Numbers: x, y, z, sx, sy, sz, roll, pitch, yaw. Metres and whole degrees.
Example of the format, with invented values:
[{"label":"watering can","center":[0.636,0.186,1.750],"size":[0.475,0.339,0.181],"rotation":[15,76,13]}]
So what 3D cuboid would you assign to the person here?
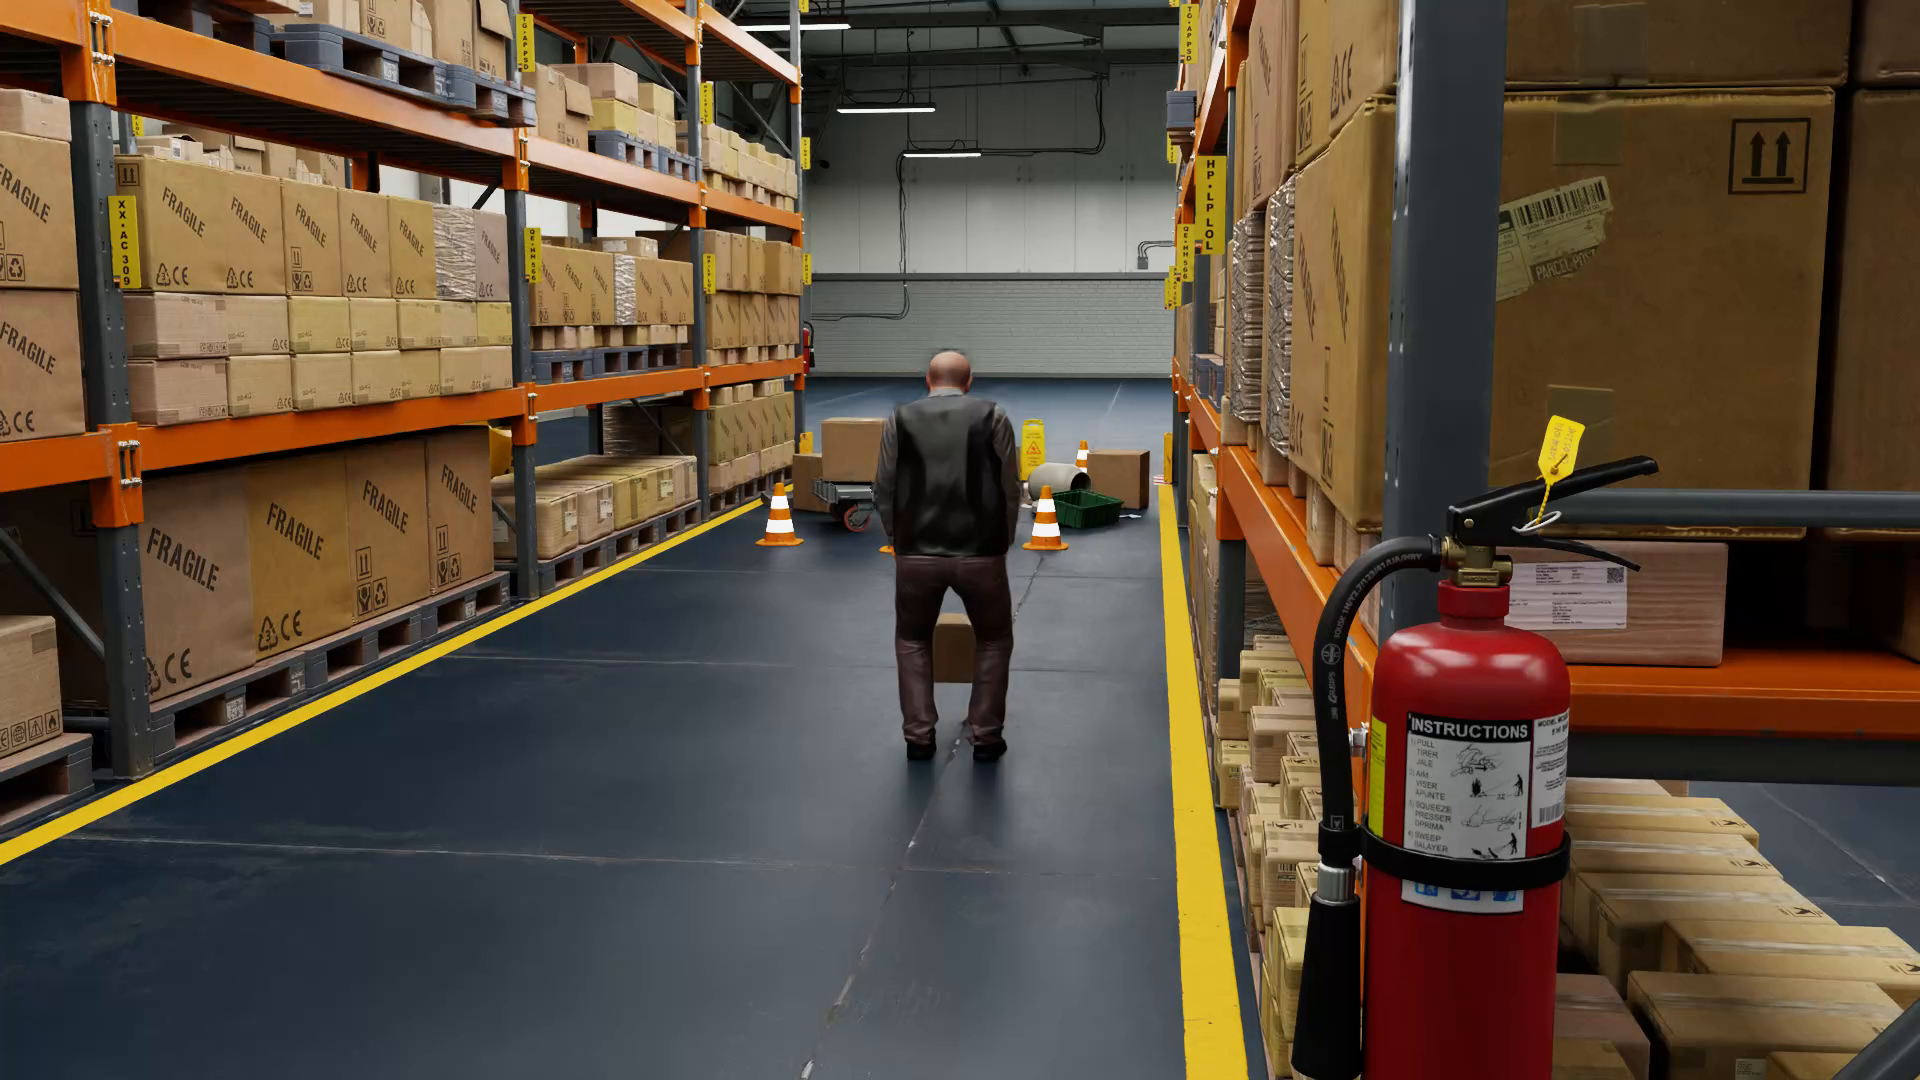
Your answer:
[{"label":"person","center":[-0.057,0.062,6.491],"size":[0.581,1.581,0.555],"rotation":[1,8,7]}]
